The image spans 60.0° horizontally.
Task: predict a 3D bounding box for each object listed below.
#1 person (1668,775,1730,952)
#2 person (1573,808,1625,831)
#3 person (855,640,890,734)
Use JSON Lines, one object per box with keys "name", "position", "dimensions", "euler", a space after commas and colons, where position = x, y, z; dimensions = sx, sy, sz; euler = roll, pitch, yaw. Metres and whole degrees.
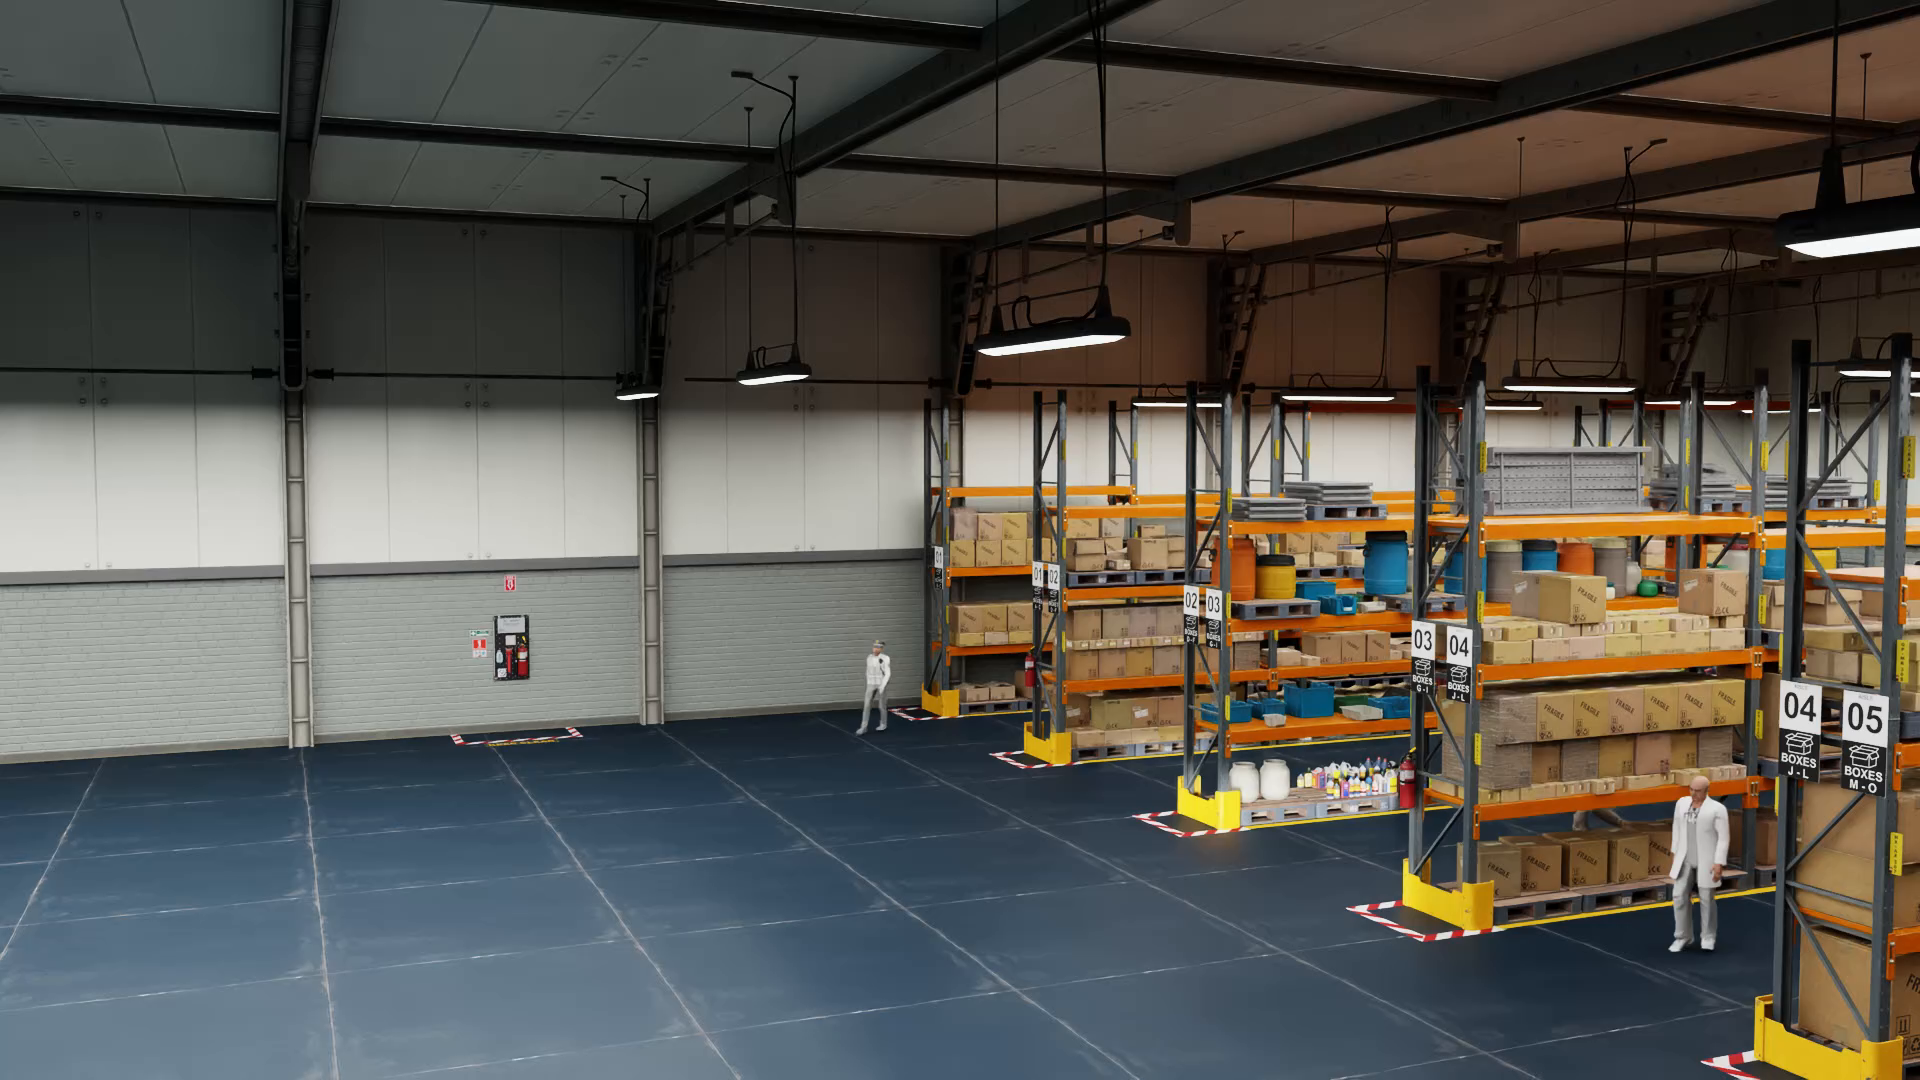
{"name": "person", "position": [7.510, 3.303, 16.887], "dimensions": [0.554, 1.855, 0.646], "euler": [-3, 4, -41]}
{"name": "person", "position": [8.086, 3.061, 21.231], "dimensions": [0.972, 1.677, 0.618], "euler": [0, 3, -2]}
{"name": "person", "position": [-1.508, 2.587, 29.443], "dimensions": [0.544, 1.649, 0.806], "euler": [1, 3, 11]}
